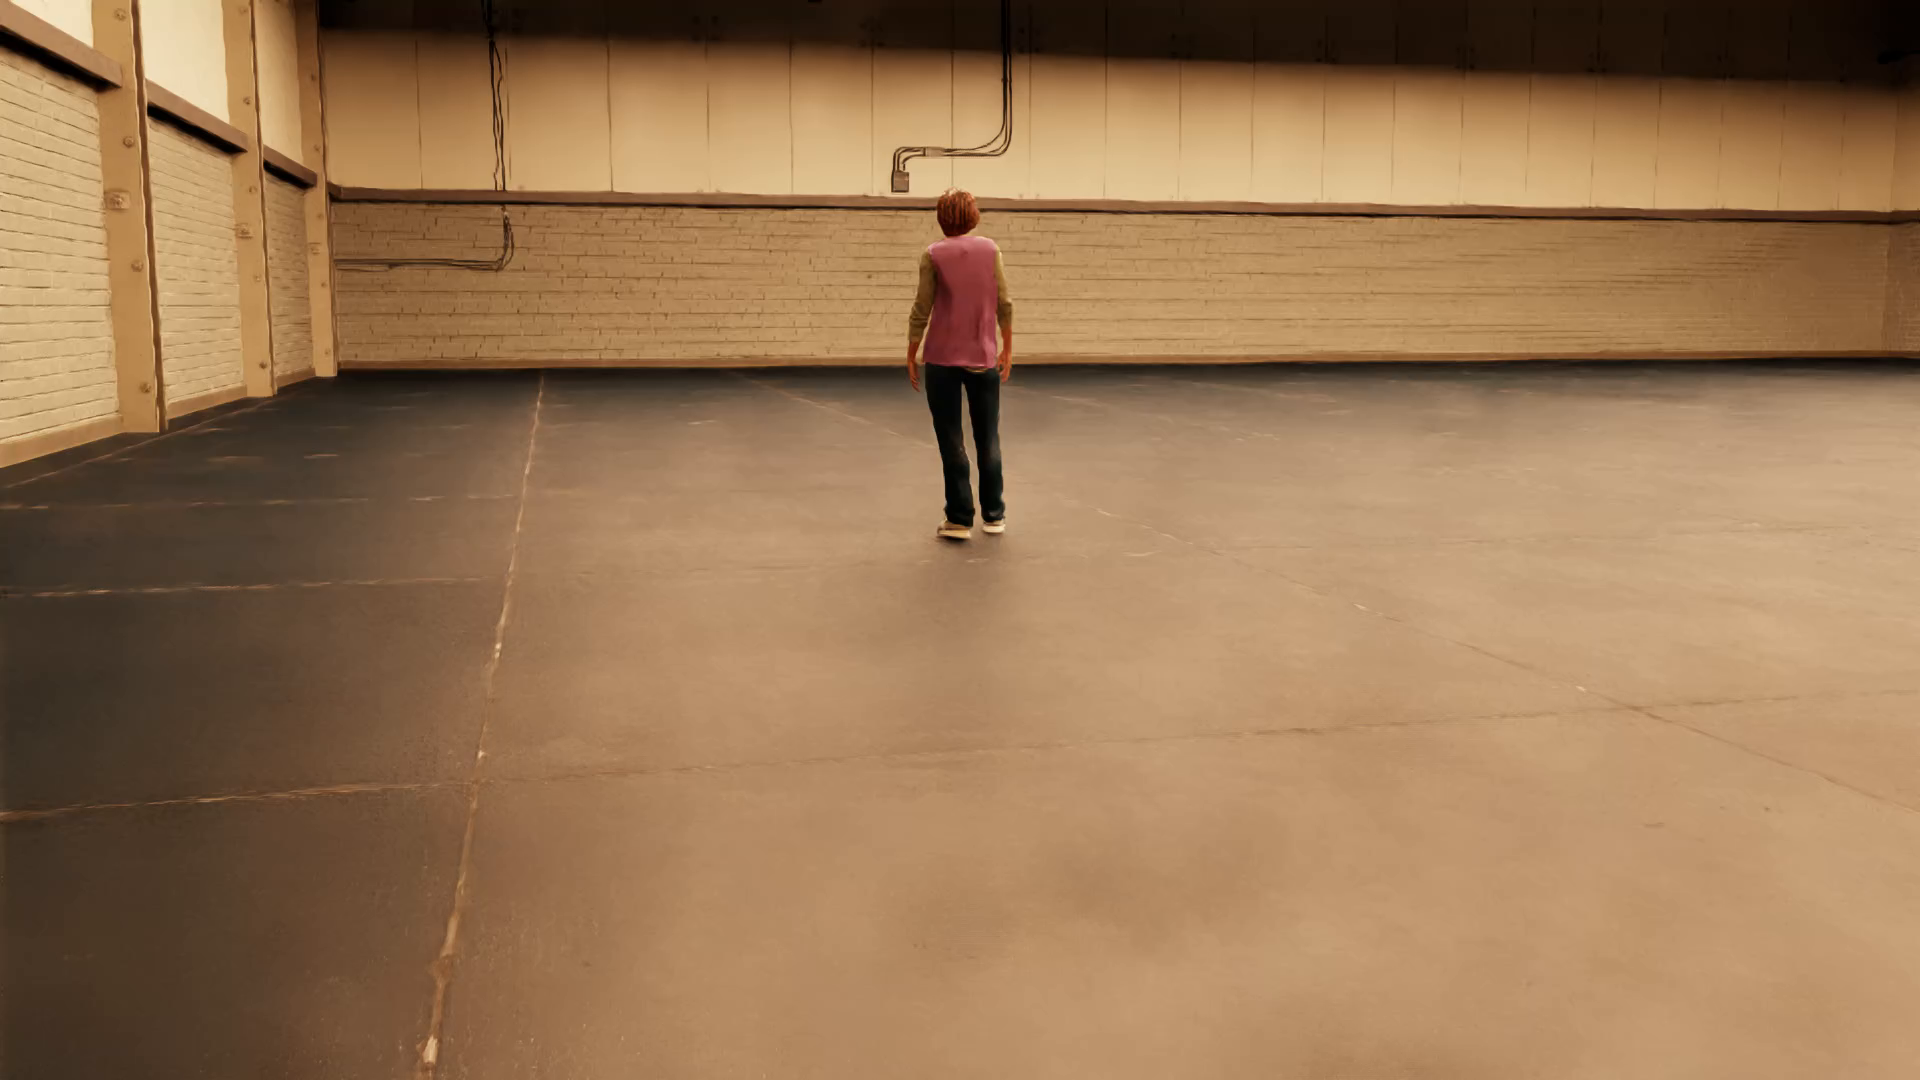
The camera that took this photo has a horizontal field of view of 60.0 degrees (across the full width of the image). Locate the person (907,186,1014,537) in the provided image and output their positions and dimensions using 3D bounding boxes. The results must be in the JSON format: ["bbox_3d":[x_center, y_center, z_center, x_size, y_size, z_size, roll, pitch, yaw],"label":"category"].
[{"bbox_3d":[-0.004,-0.808,7.670,0.520,1.597,0.474,-2,8,-13],"label":"person"}]
